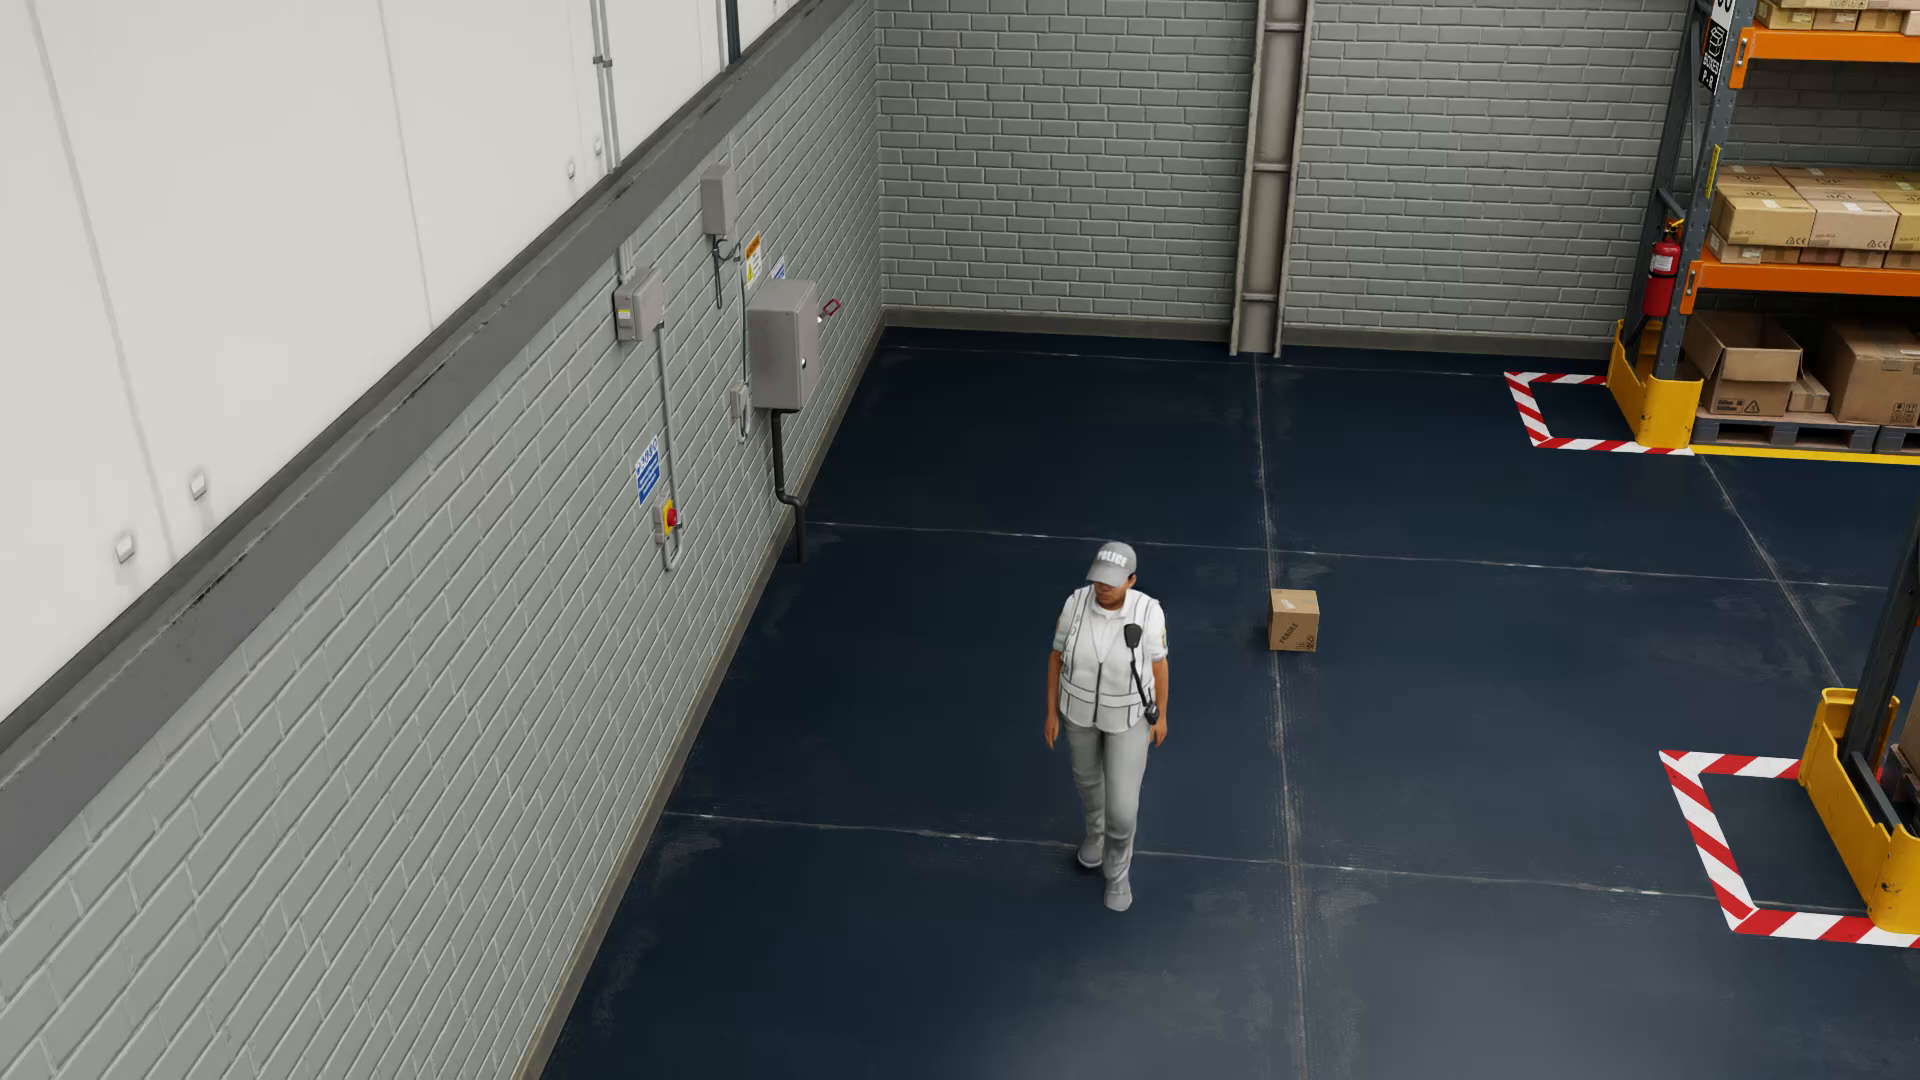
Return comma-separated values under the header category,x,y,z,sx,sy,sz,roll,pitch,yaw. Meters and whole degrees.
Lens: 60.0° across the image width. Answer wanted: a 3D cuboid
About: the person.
category,x,y,z,sx,sy,sz,roll,pitch,yaw
person,0.622,0.795,7.198,0.513,1.738,0.510,10,30,18
